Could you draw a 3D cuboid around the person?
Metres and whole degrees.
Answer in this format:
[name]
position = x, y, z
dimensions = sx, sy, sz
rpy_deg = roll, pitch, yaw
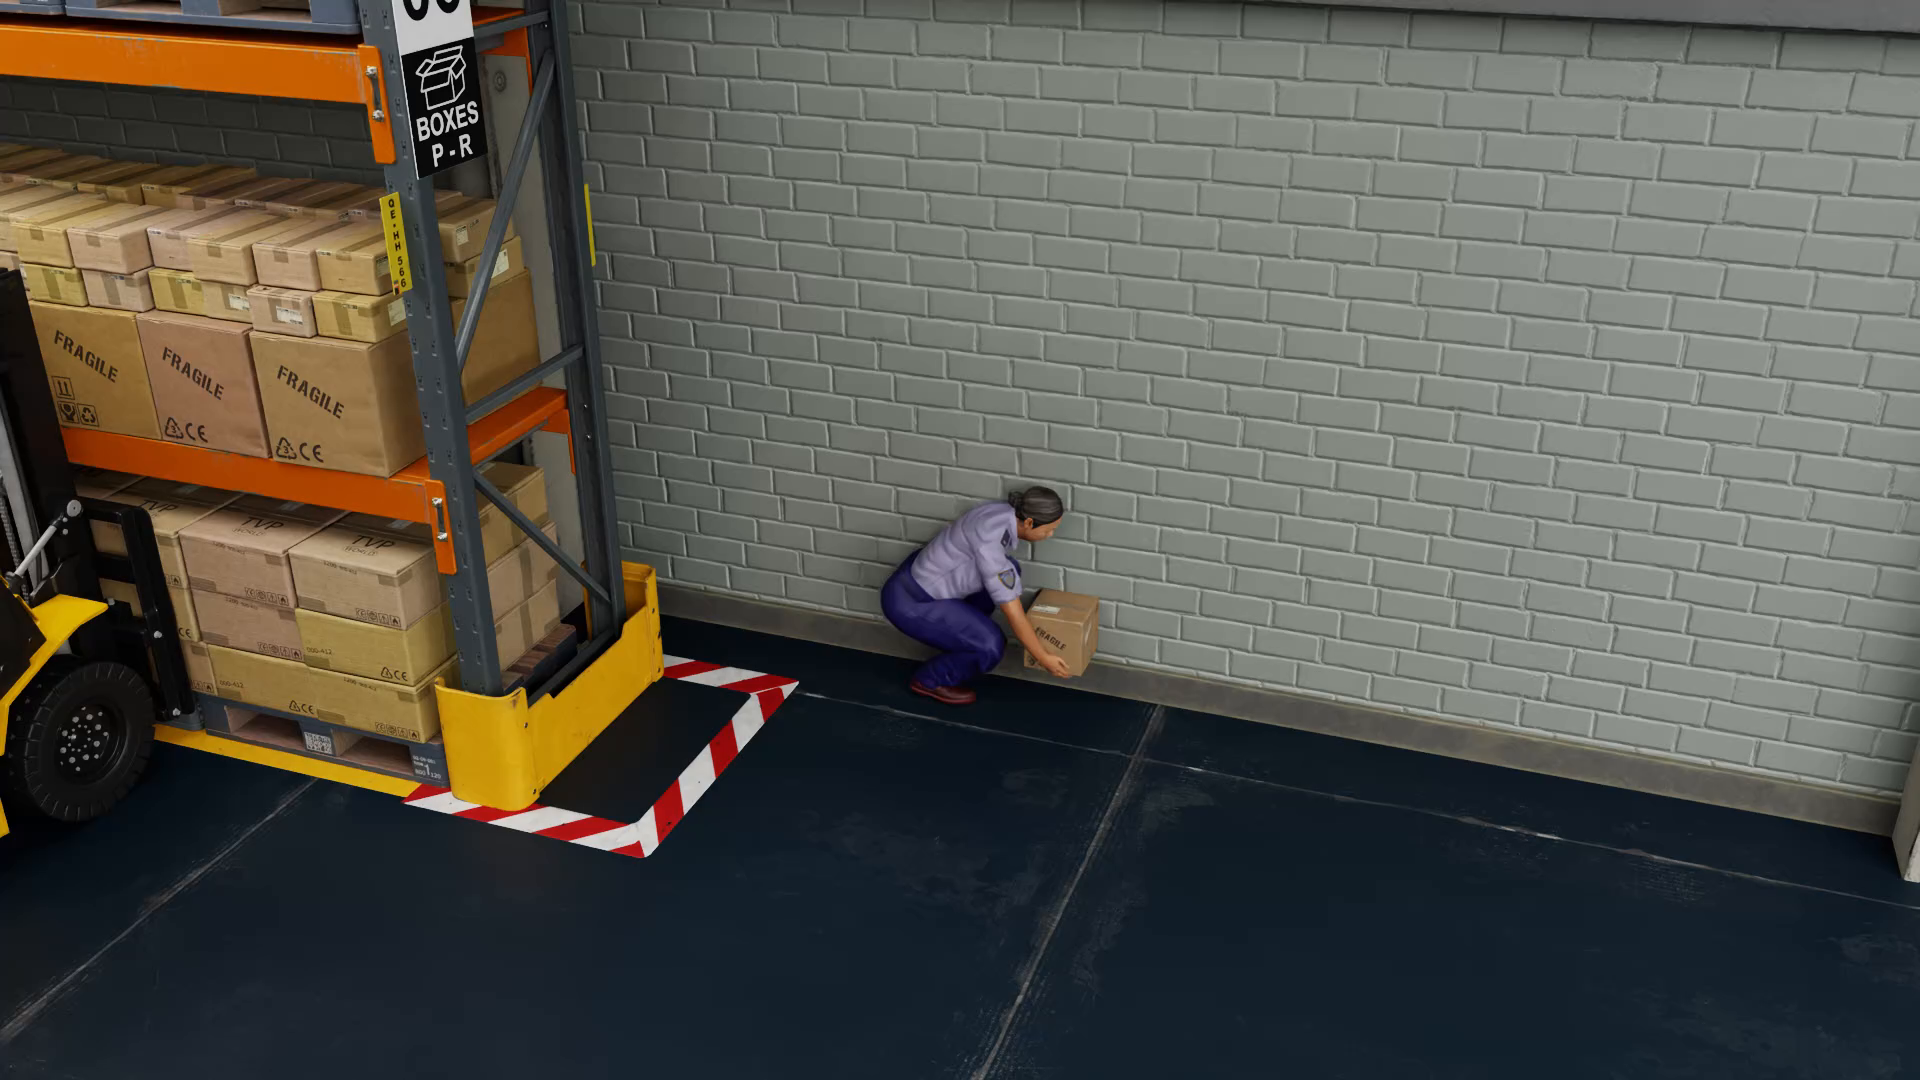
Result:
[person]
position = 0.102, 0.204, 7.019
dimensions = 0.850, 0.951, 0.527
rpy_deg = 9, 27, 17
